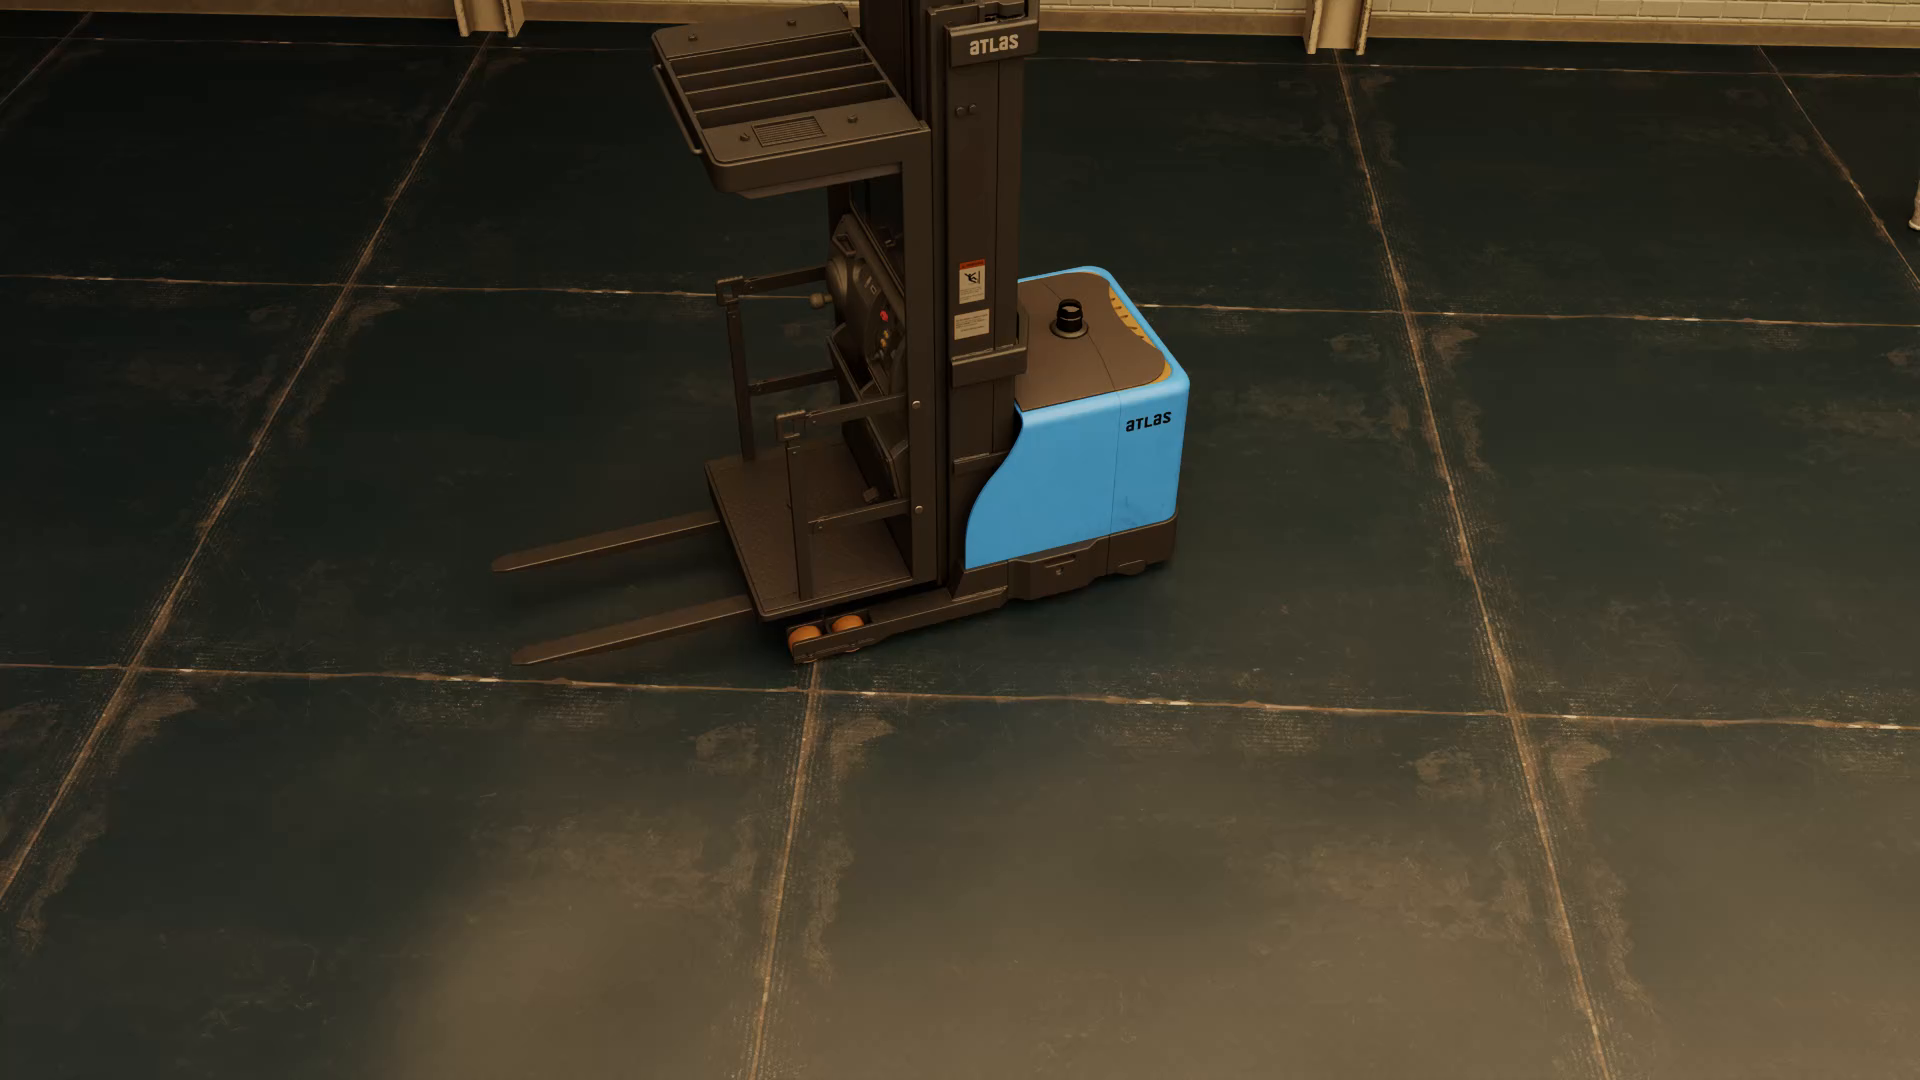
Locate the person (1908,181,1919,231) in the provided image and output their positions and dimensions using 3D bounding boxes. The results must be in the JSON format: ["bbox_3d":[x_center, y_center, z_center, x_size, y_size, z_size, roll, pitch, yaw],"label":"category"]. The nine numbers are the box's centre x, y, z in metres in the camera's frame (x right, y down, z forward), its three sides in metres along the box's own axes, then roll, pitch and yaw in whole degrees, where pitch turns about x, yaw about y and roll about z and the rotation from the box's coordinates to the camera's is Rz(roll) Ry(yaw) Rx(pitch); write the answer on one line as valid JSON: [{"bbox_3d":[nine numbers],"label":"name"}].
[{"bbox_3d":[5.825,-2.515,9.339,0.576,1.781,0.640,-10,43,-11],"label":"person"}]

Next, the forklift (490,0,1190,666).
[{"bbox_3d":[-0.573,-0.945,6.778,3.031,2.935,1.130,-13,44,-14],"label":"forklift"}]
